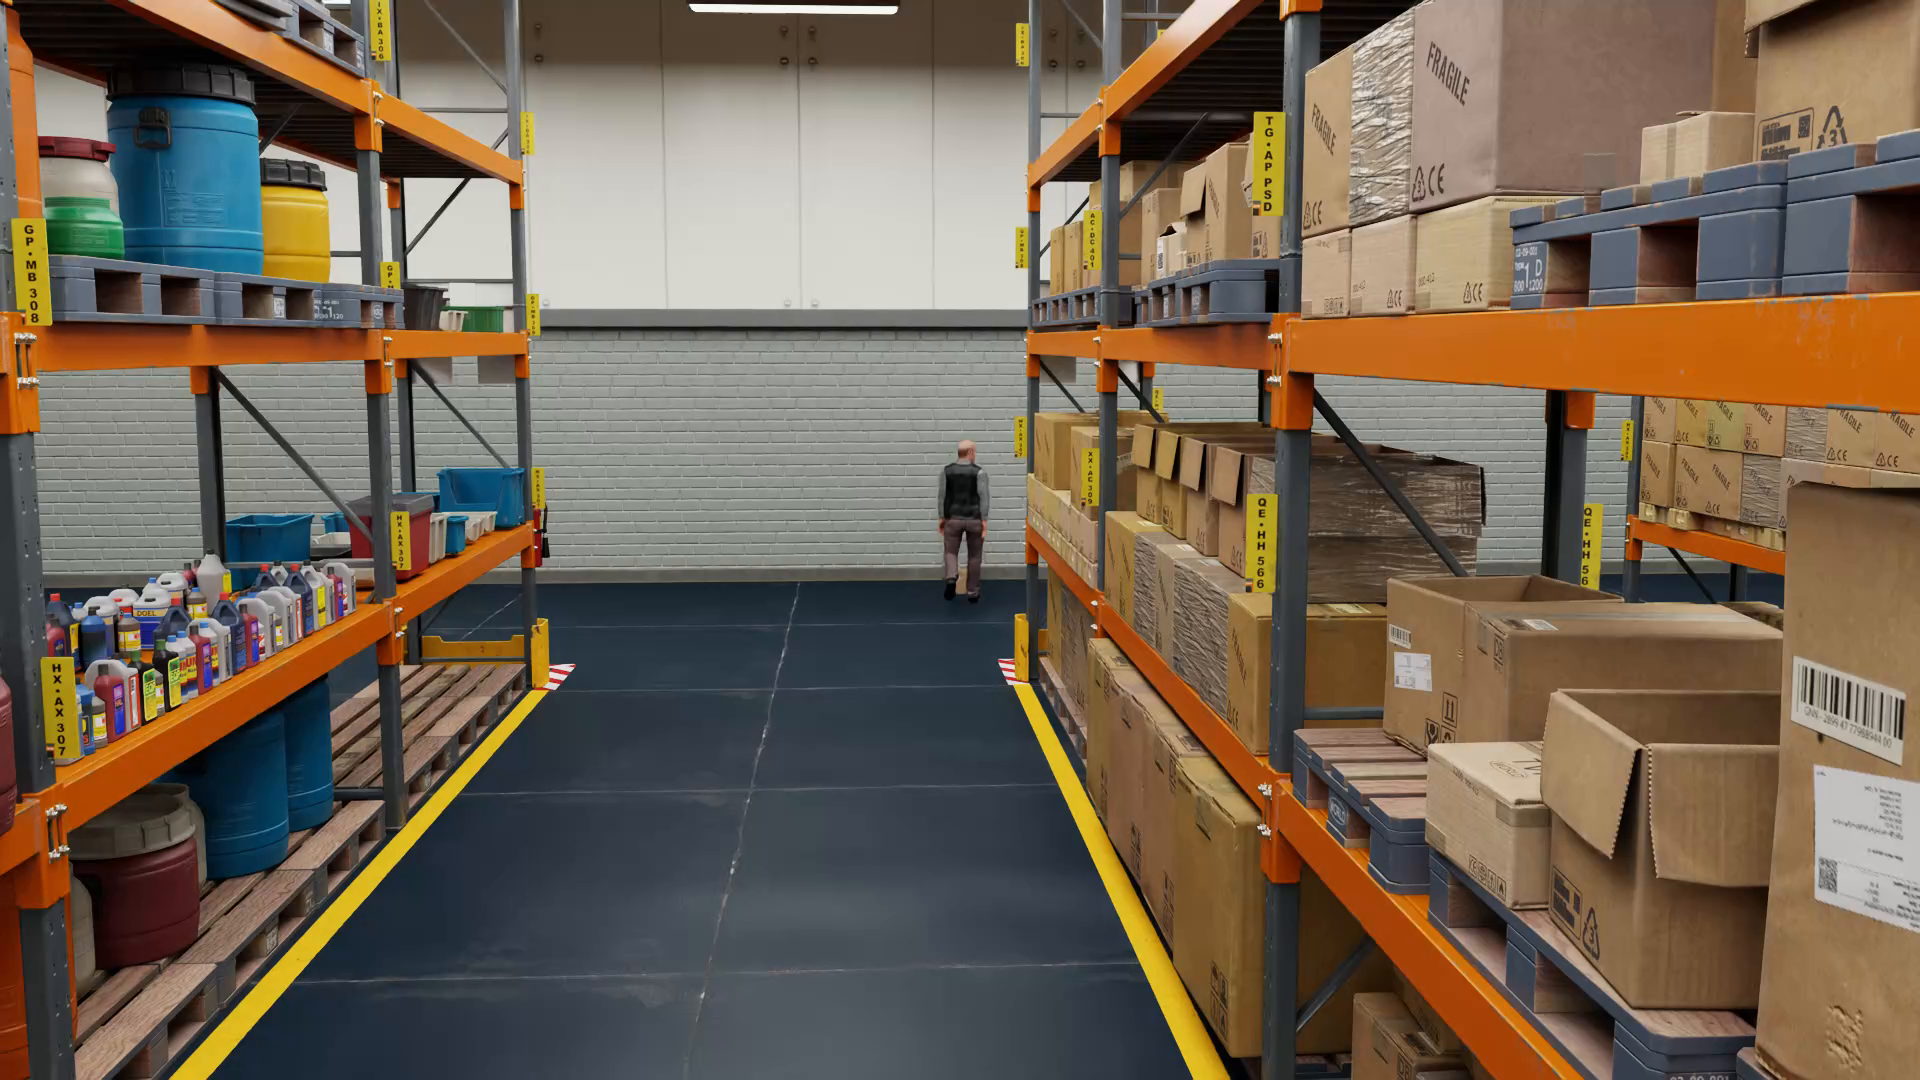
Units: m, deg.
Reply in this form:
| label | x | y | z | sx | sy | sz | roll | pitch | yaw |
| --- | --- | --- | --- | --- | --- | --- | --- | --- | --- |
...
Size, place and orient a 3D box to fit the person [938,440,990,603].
| label | x | y | z | sx | sy | sz | roll | pitch | yaw |
| --- | --- | --- | --- | --- | --- | --- | --- | --- | --- |
| person | 0.042 | -0.183 | 17.321 | 0.551 | 1.713 | 0.750 | 1 | 7 | 8 |
